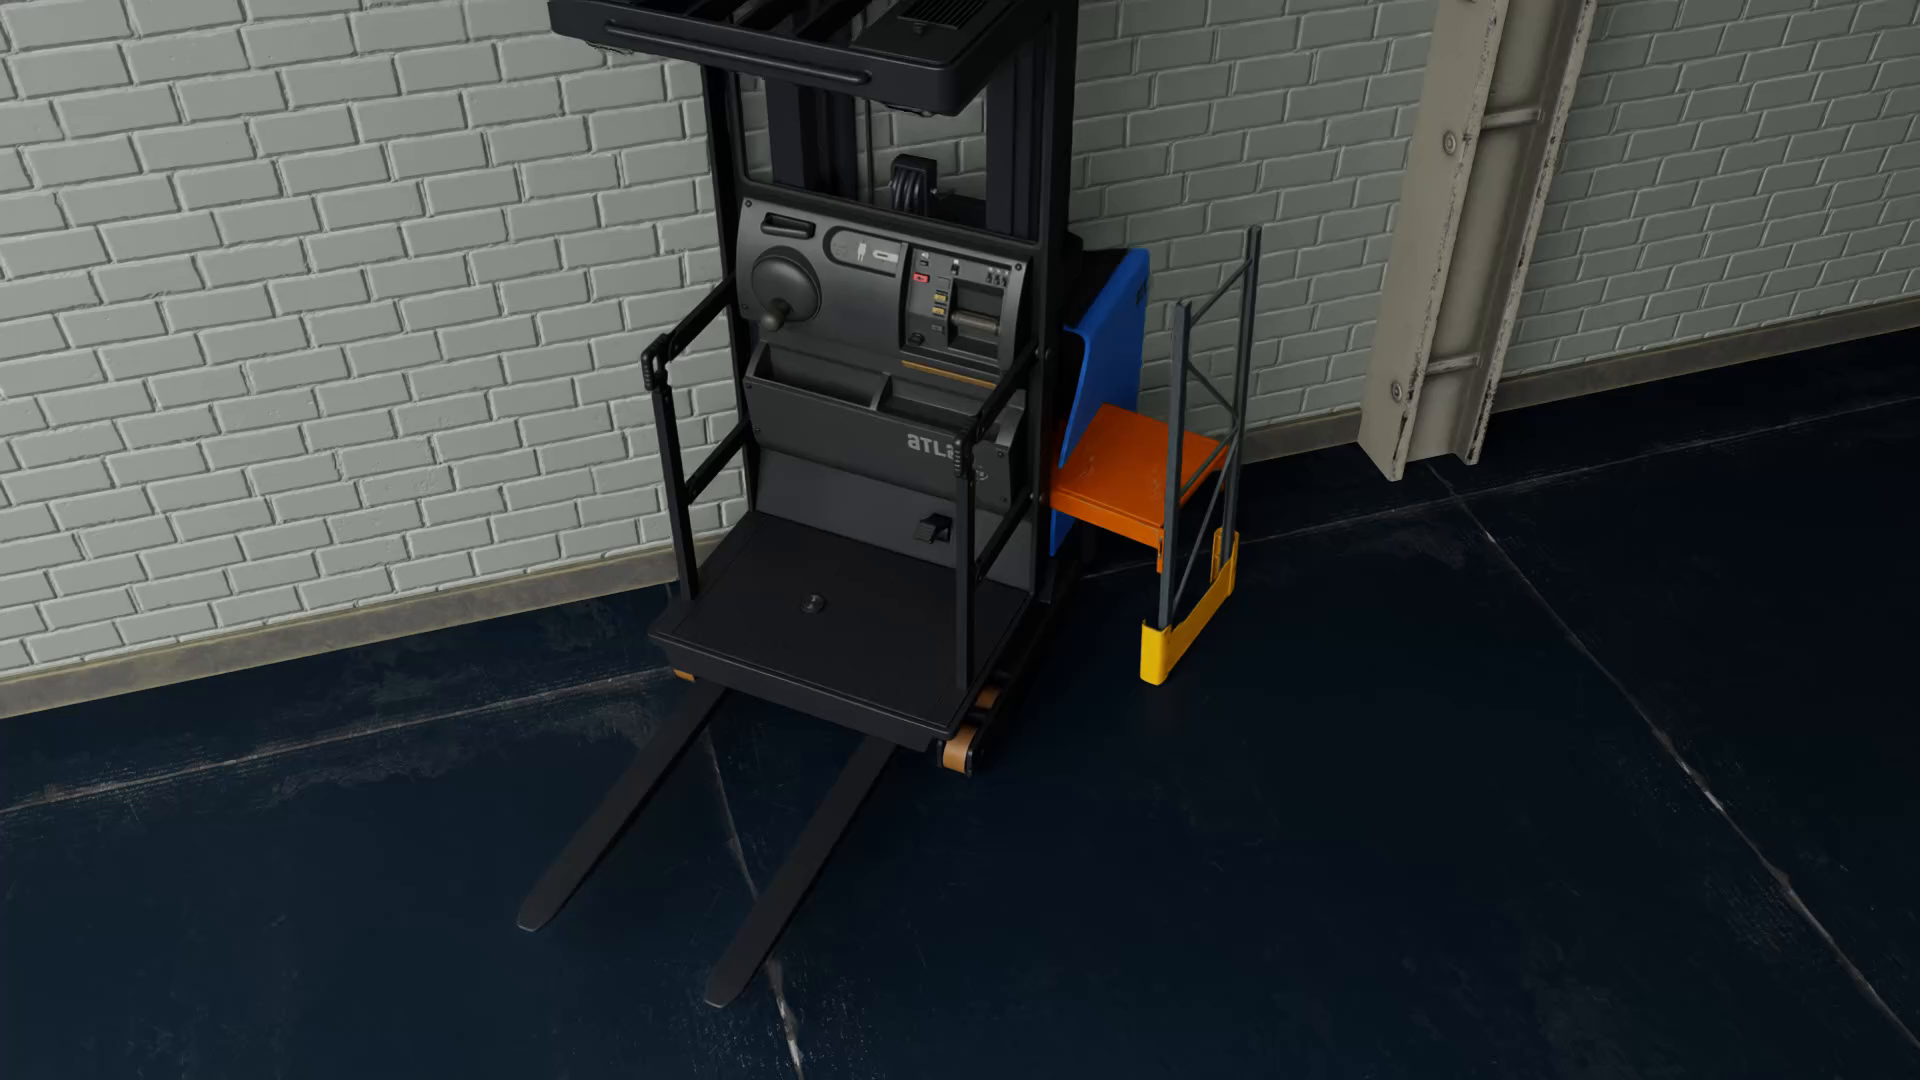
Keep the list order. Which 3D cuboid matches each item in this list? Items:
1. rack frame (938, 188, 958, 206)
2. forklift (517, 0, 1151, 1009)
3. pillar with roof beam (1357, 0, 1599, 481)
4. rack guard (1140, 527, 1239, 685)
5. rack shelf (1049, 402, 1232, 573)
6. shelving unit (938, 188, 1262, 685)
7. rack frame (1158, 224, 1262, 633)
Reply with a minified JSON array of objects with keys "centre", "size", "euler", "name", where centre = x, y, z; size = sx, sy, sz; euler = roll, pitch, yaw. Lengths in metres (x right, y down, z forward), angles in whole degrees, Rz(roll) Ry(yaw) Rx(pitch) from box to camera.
[{"centre":[-0.062,-0.583,5.768],"size":[0.032,1.500,0.500],"euler":[22,47,26],"name":"rack frame"},{"centre":[-0.329,-0.676,4.796],"size":[1.130,2.935,3.031],"euler":[16,44,18],"name":"forklift"},{"centre":[3.120,-1.051,0.614],"size":[0.400,9.000,9.100],"euler":[-12,42,-13],"name":"pillar with roof beam"},{"centre":[0.796,0.223,5.748],"size":[0.087,0.250,0.587],"euler":[22,47,26],"name":"rack guard"},{"centre":[0.370,-0.276,5.666],"size":[1.000,0.185,0.538],"euler":[22,47,26],"name":"rack shelf"},{"centre":[0.355,-0.414,5.551],"size":[1.083,1.500,0.587],"euler":[22,47,26],"name":"shelving unit"},{"centre":[0.786,-0.238,5.325],"size":[0.032,1.500,0.500],"euler":[22,47,26],"name":"rack frame"}]
